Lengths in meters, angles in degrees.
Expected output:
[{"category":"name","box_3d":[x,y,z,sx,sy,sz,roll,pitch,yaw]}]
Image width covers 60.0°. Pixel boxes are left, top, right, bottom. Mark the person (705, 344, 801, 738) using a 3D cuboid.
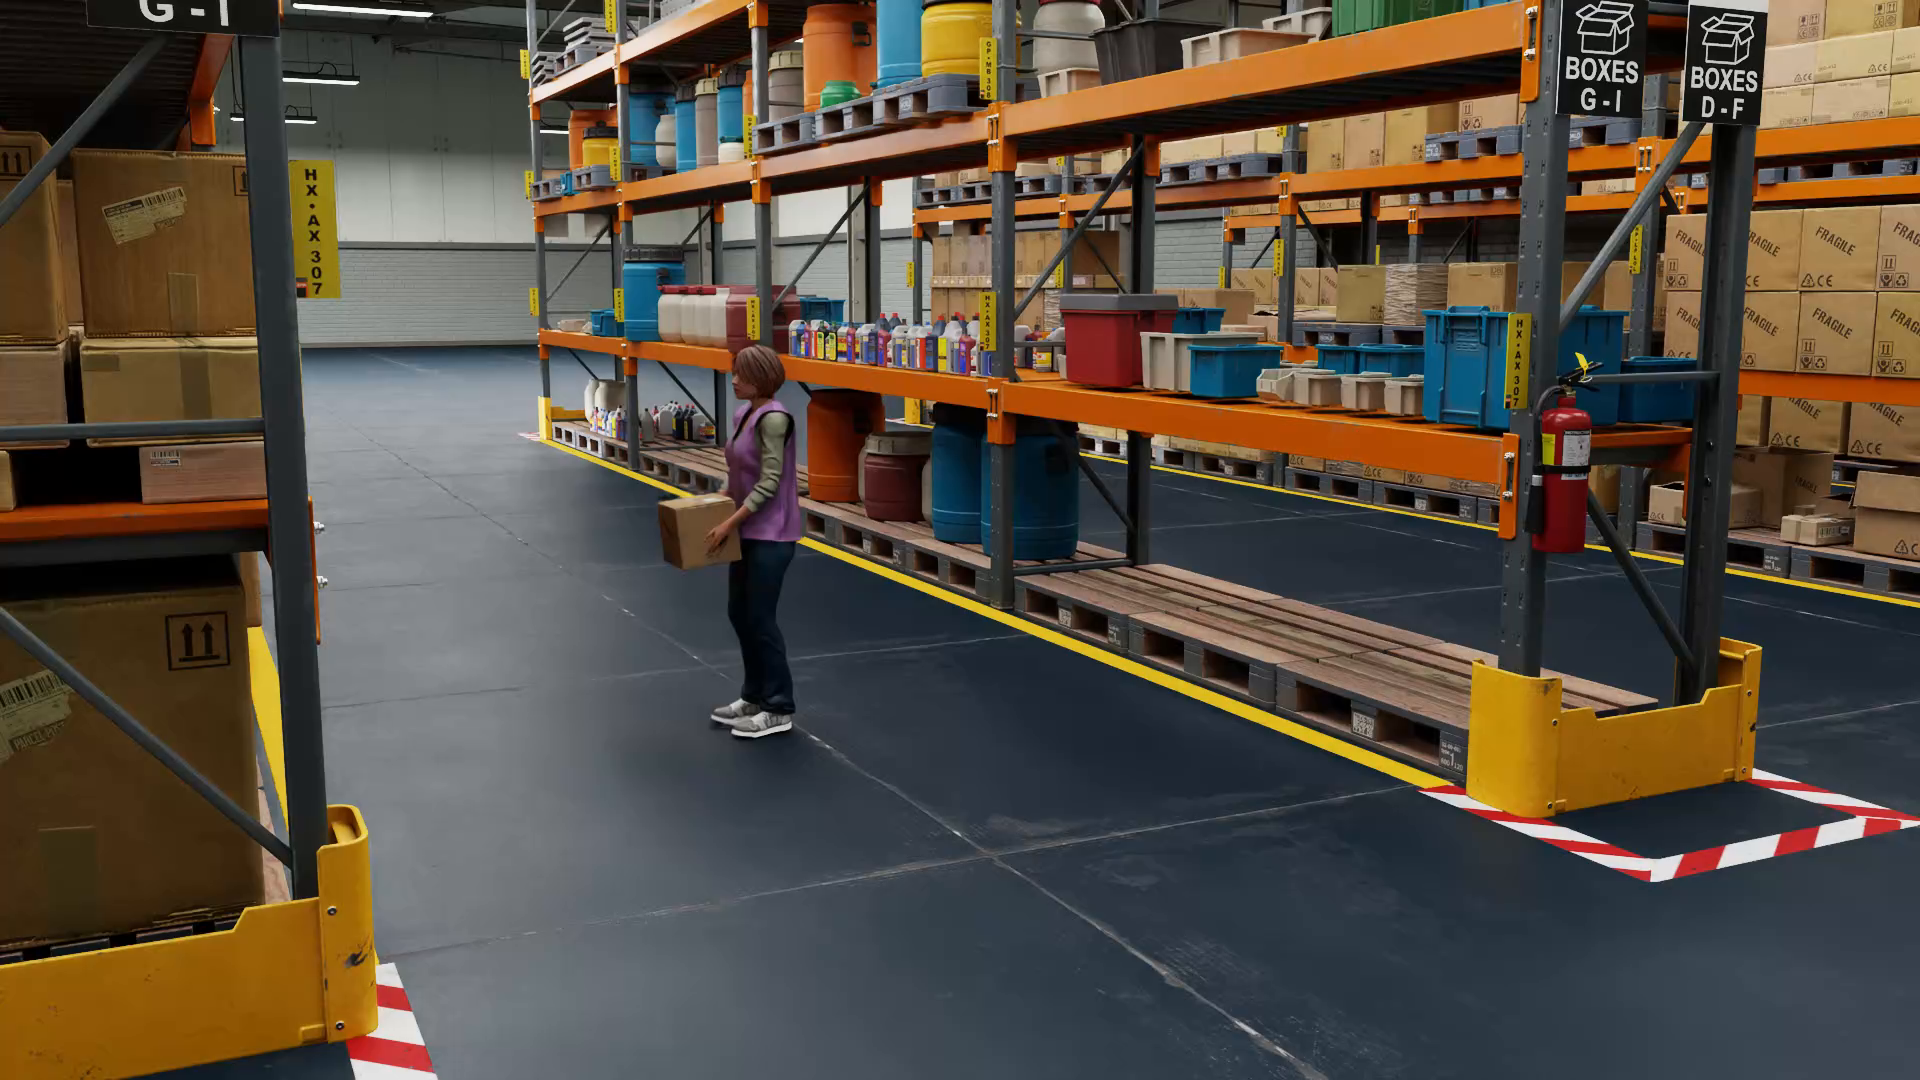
[{"category":"person","box_3d":[-0.879,0.002,6.842,0.436,1.603,0.443,-4,10,-26]}]
